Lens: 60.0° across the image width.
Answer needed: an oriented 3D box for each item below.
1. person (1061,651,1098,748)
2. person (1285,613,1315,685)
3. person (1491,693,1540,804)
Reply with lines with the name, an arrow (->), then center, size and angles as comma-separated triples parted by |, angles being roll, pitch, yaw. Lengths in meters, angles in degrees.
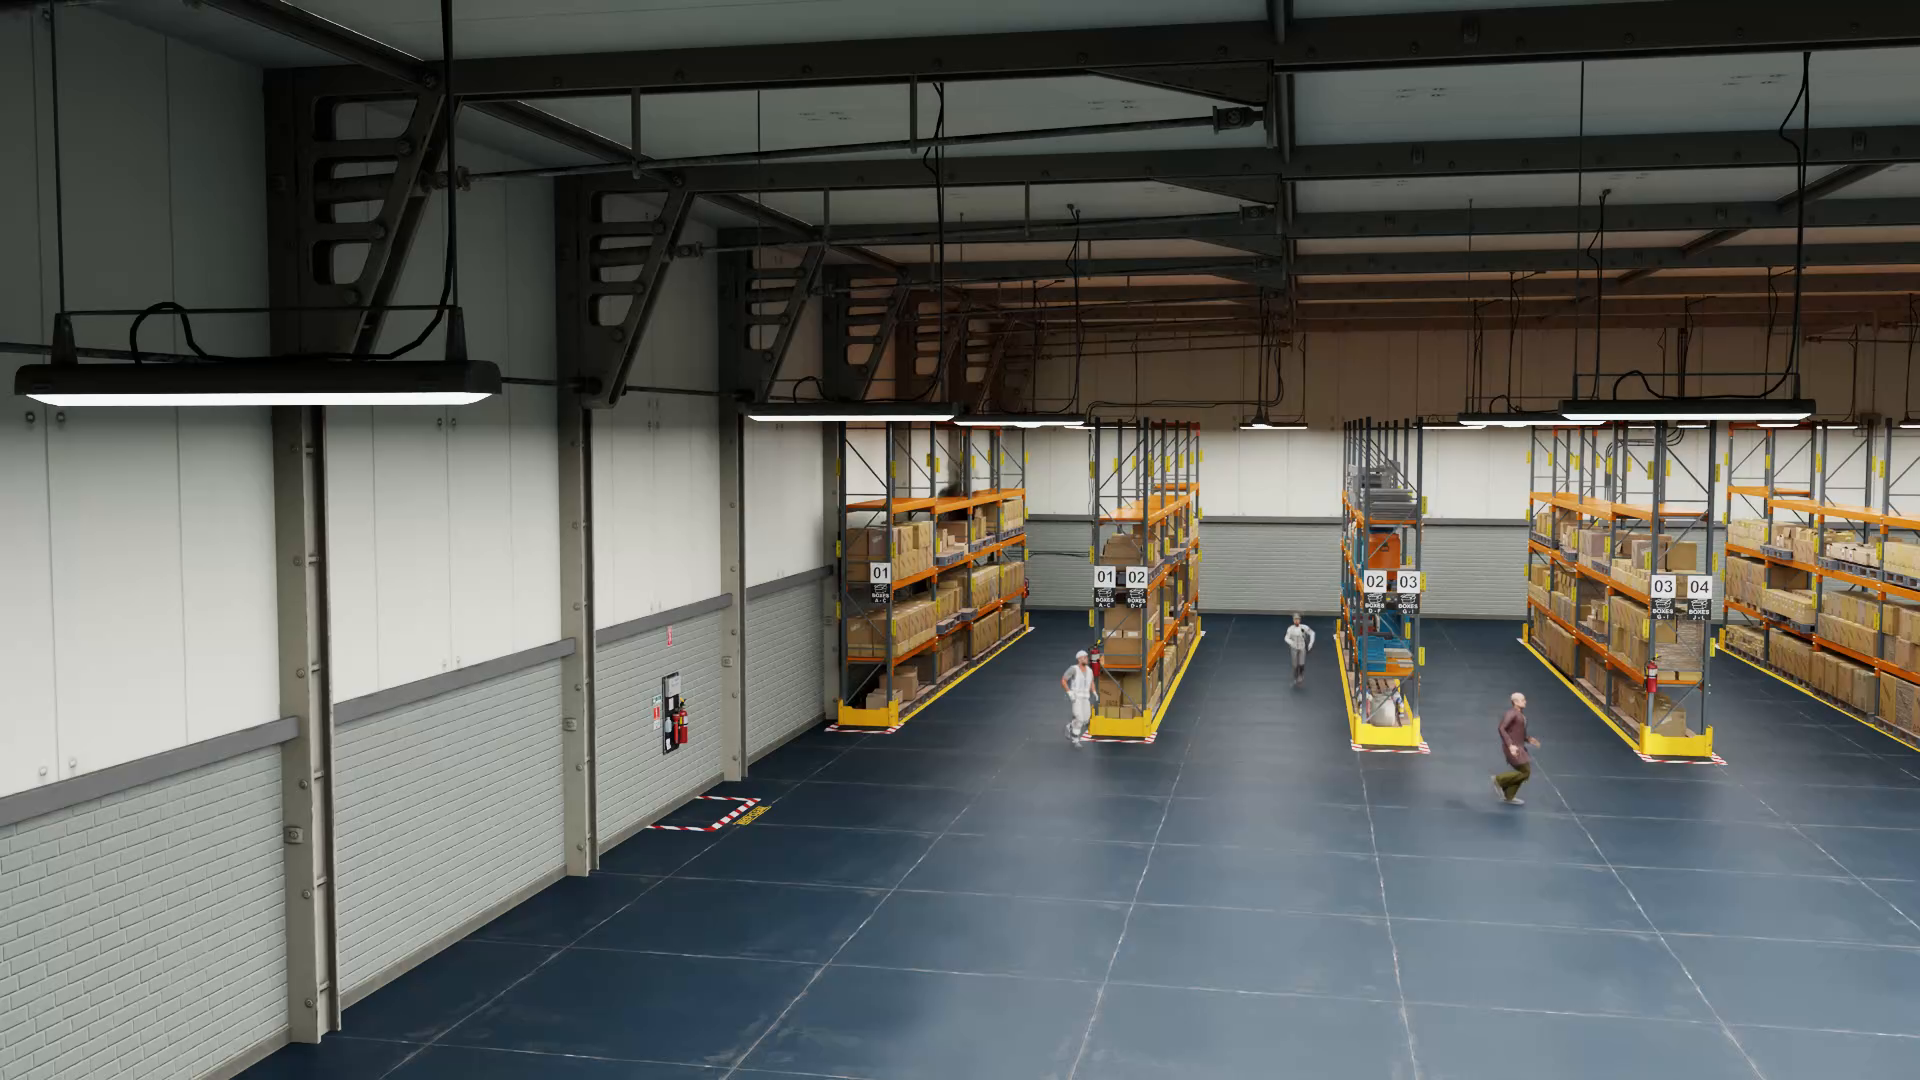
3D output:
person -> 2.166, 2.890, 30.377 | 0.715, 1.741, 0.601 | -3, 4, -34
person -> 7.624, 2.462, 37.384 | 0.631, 1.651, 0.729 | 1, 4, 19
person -> 8.535, 3.204, 25.541 | 0.671, 1.726, 0.696 | 2, 4, 32
